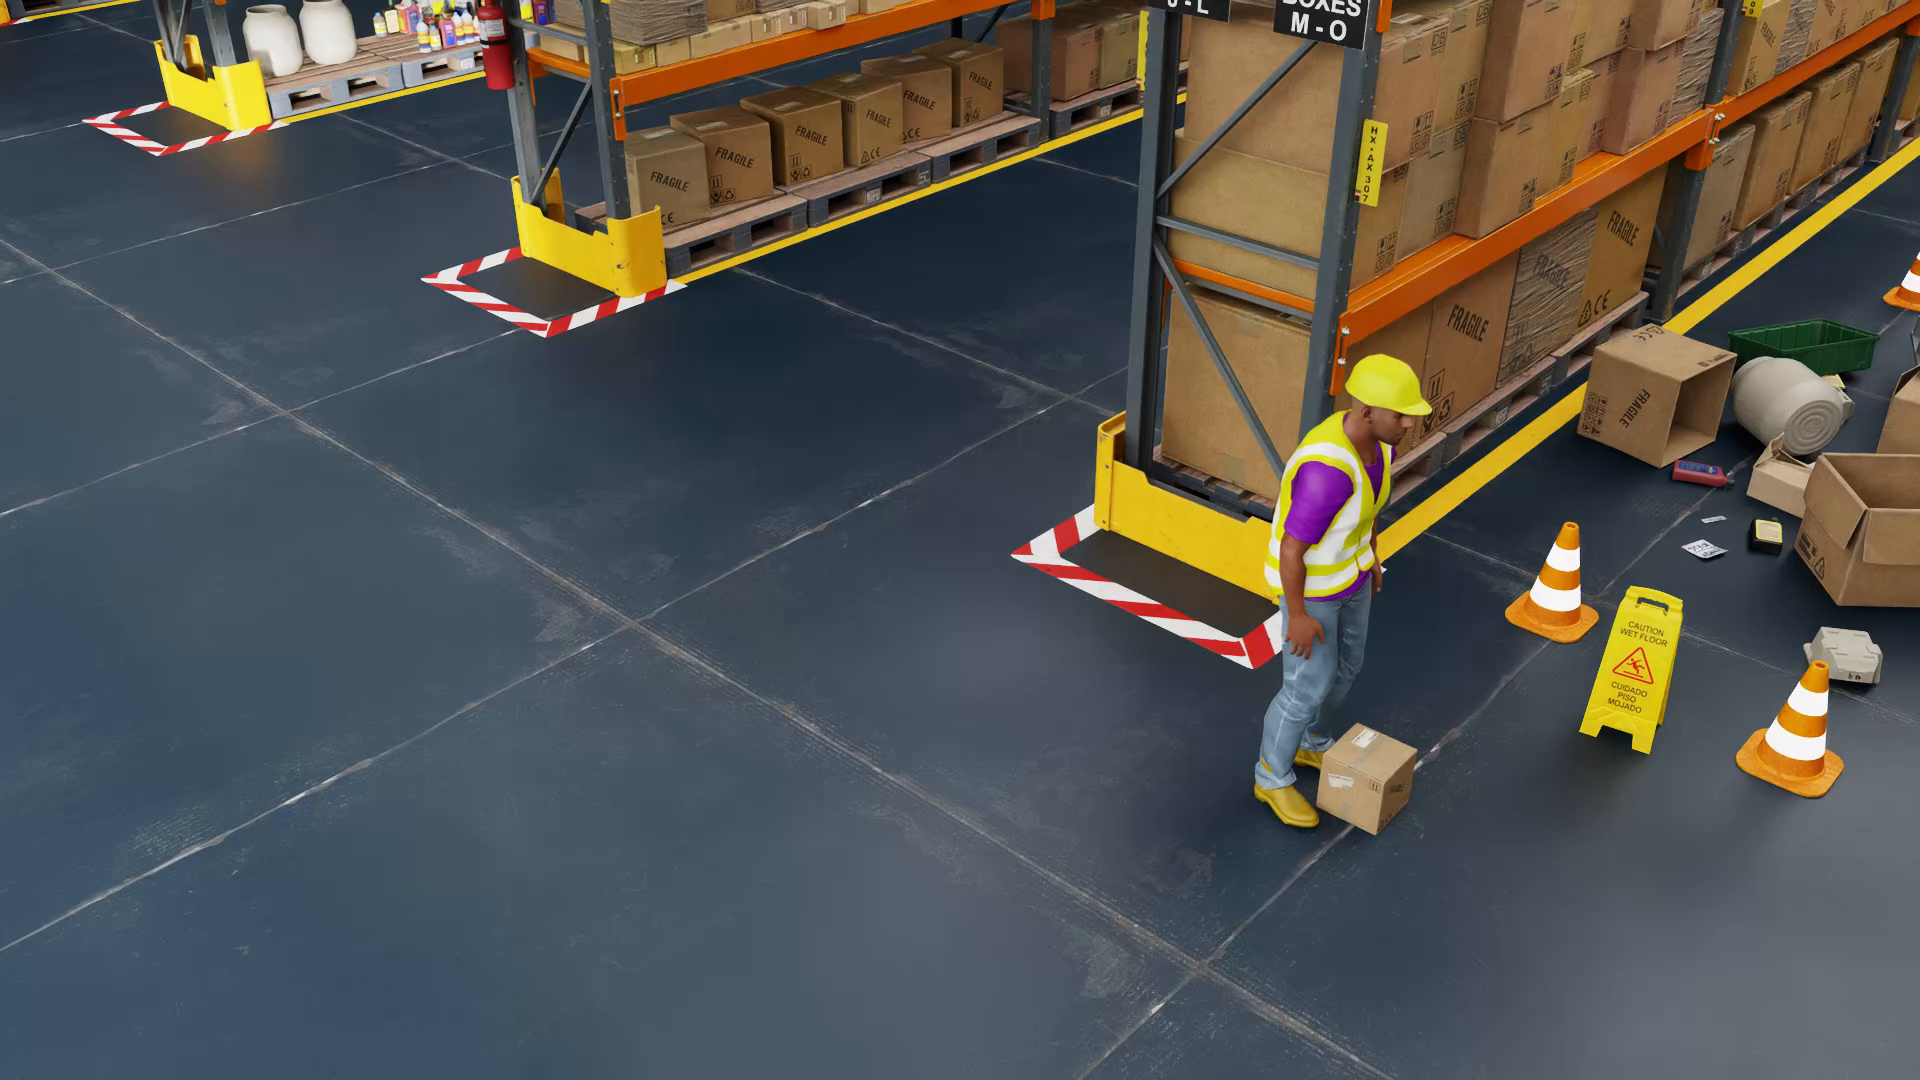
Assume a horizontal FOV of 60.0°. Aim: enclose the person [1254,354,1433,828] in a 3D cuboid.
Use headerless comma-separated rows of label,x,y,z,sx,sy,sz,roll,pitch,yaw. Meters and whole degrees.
person,1.322,0.153,5.864,0.461,1.759,0.631,23,38,32
